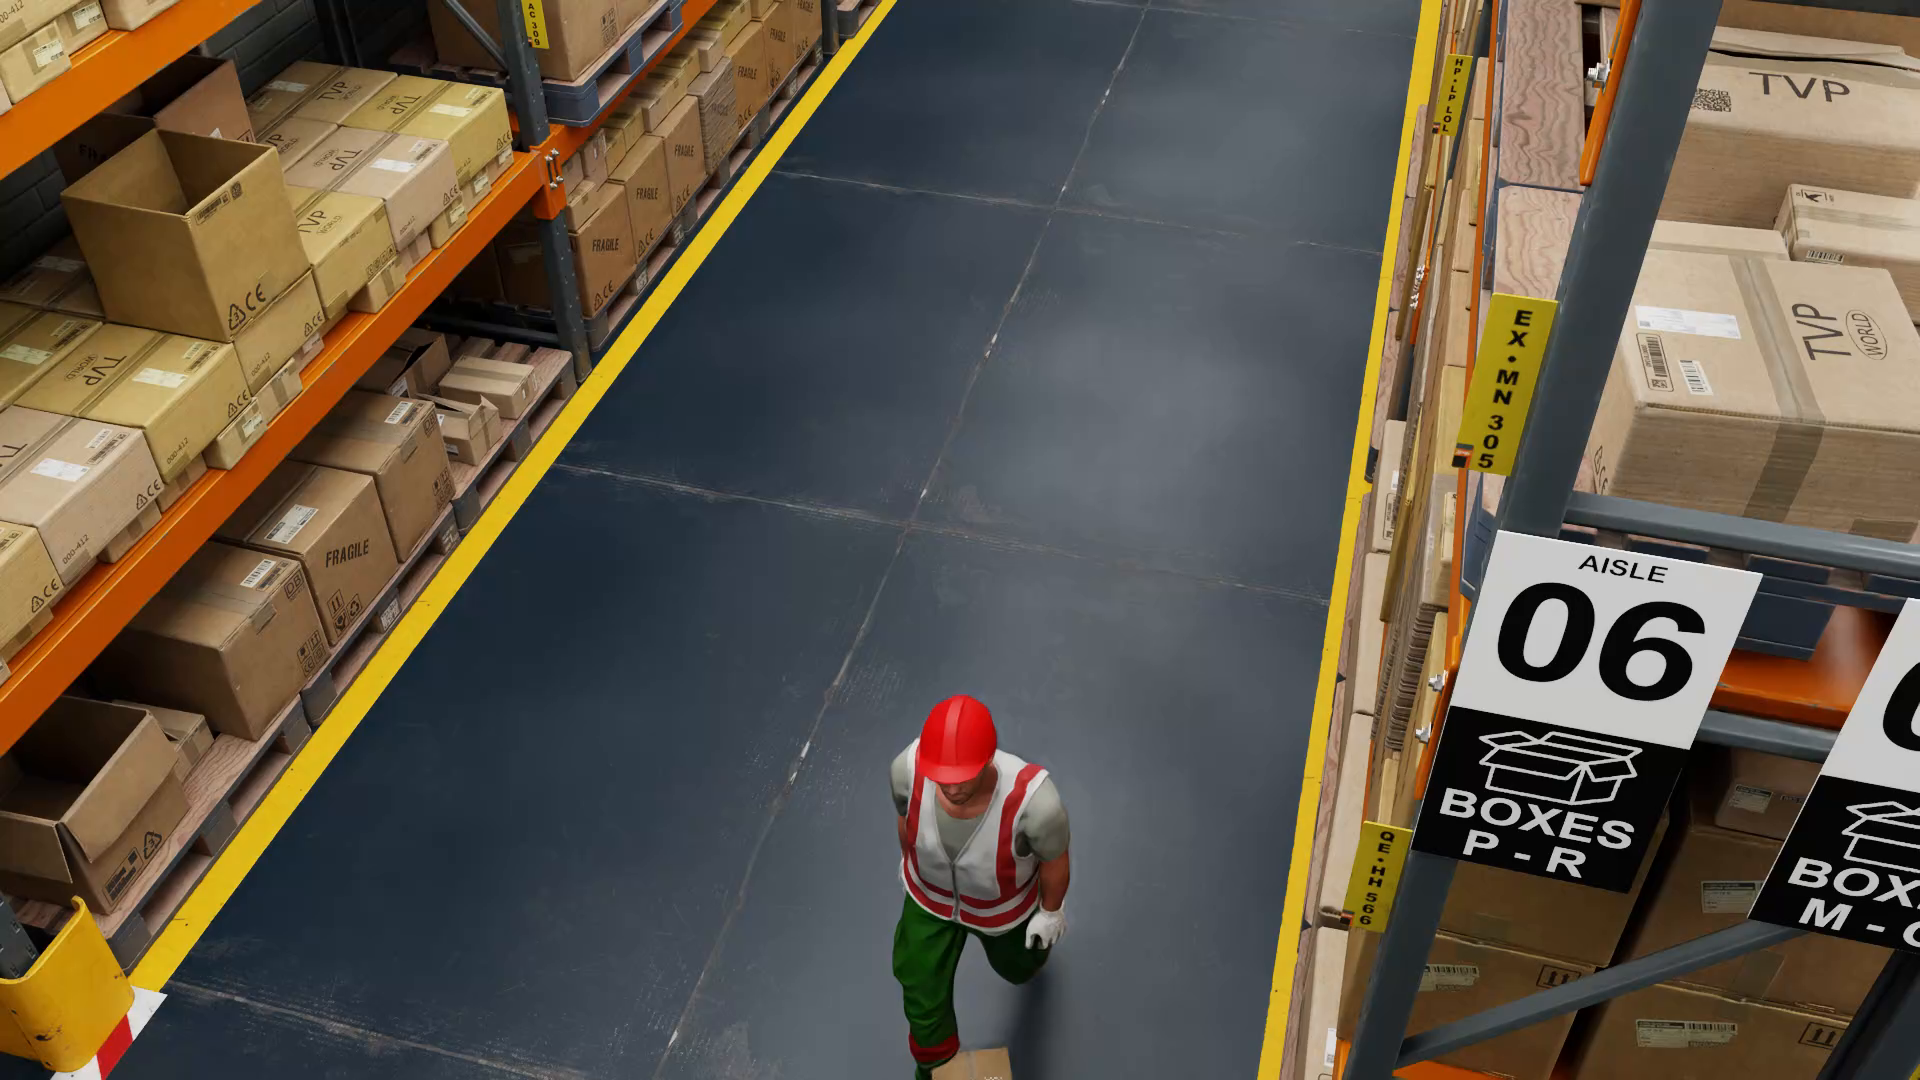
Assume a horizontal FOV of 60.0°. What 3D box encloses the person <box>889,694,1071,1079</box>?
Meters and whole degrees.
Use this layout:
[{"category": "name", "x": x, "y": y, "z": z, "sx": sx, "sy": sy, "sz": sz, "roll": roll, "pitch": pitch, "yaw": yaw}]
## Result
[{"category": "person", "x": 0.074, "y": 1.004, "z": 4.987, "sx": 0.548, "sy": 1.750, "sz": 0.993, "roll": 11, "pitch": 42, "yaw": 13}]
